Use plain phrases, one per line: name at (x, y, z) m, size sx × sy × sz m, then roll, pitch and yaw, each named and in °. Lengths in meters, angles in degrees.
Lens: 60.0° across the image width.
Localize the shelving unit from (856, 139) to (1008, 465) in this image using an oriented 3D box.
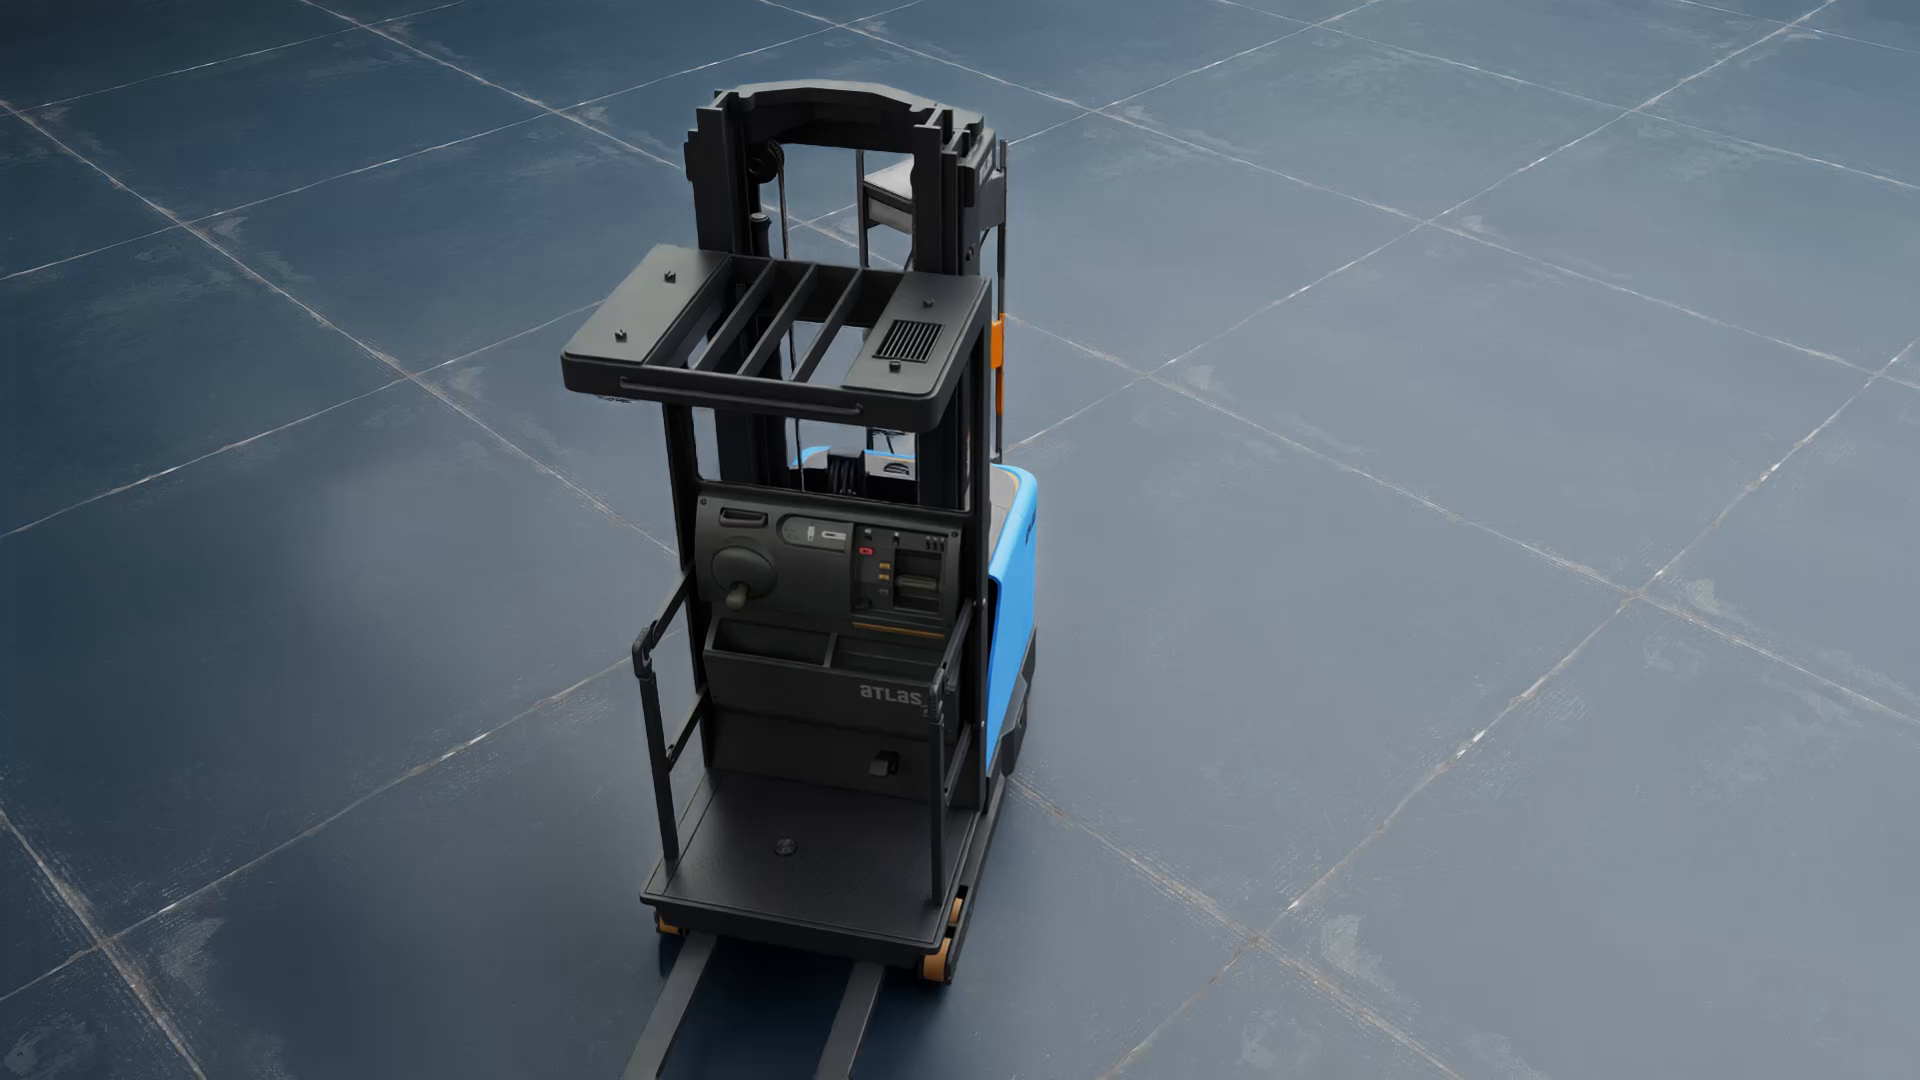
shelving unit at (-0.117, -0.794, 7.553) m, size 0.431 × 2.100 × 0.503 m, roll 30°, pitch 45°, yaw 35°

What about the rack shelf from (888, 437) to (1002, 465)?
rack shelf at (-0.117, -0.209, 7.961) m, size 0.431 × 0.518 × 0.480 m, roll 30°, pitch 45°, yaw 35°

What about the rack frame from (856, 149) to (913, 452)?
rack frame at (-0.289, -0.695, 7.411) m, size 0.400 × 2.100 × 0.015 m, roll 30°, pitch 45°, yaw 35°

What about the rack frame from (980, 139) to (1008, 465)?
rack frame at (0.055, -0.893, 7.695) m, size 0.400 × 2.100 × 0.015 m, roll 30°, pitch 45°, yaw 35°

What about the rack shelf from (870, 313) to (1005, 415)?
rack shelf at (-0.117, -0.783, 7.561) m, size 0.431 × 0.518 × 0.480 m, roll 30°, pitch 45°, yaw 35°

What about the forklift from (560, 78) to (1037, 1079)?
forklift at (-0.498, 0.144, 5.481) m, size 1.130 × 2.935 × 3.031 m, roll 7°, pitch 36°, yaw 11°

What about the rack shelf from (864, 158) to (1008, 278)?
rack shelf at (-0.117, -1.357, 7.160) m, size 0.431 × 0.518 × 0.480 m, roll 30°, pitch 45°, yaw 35°
